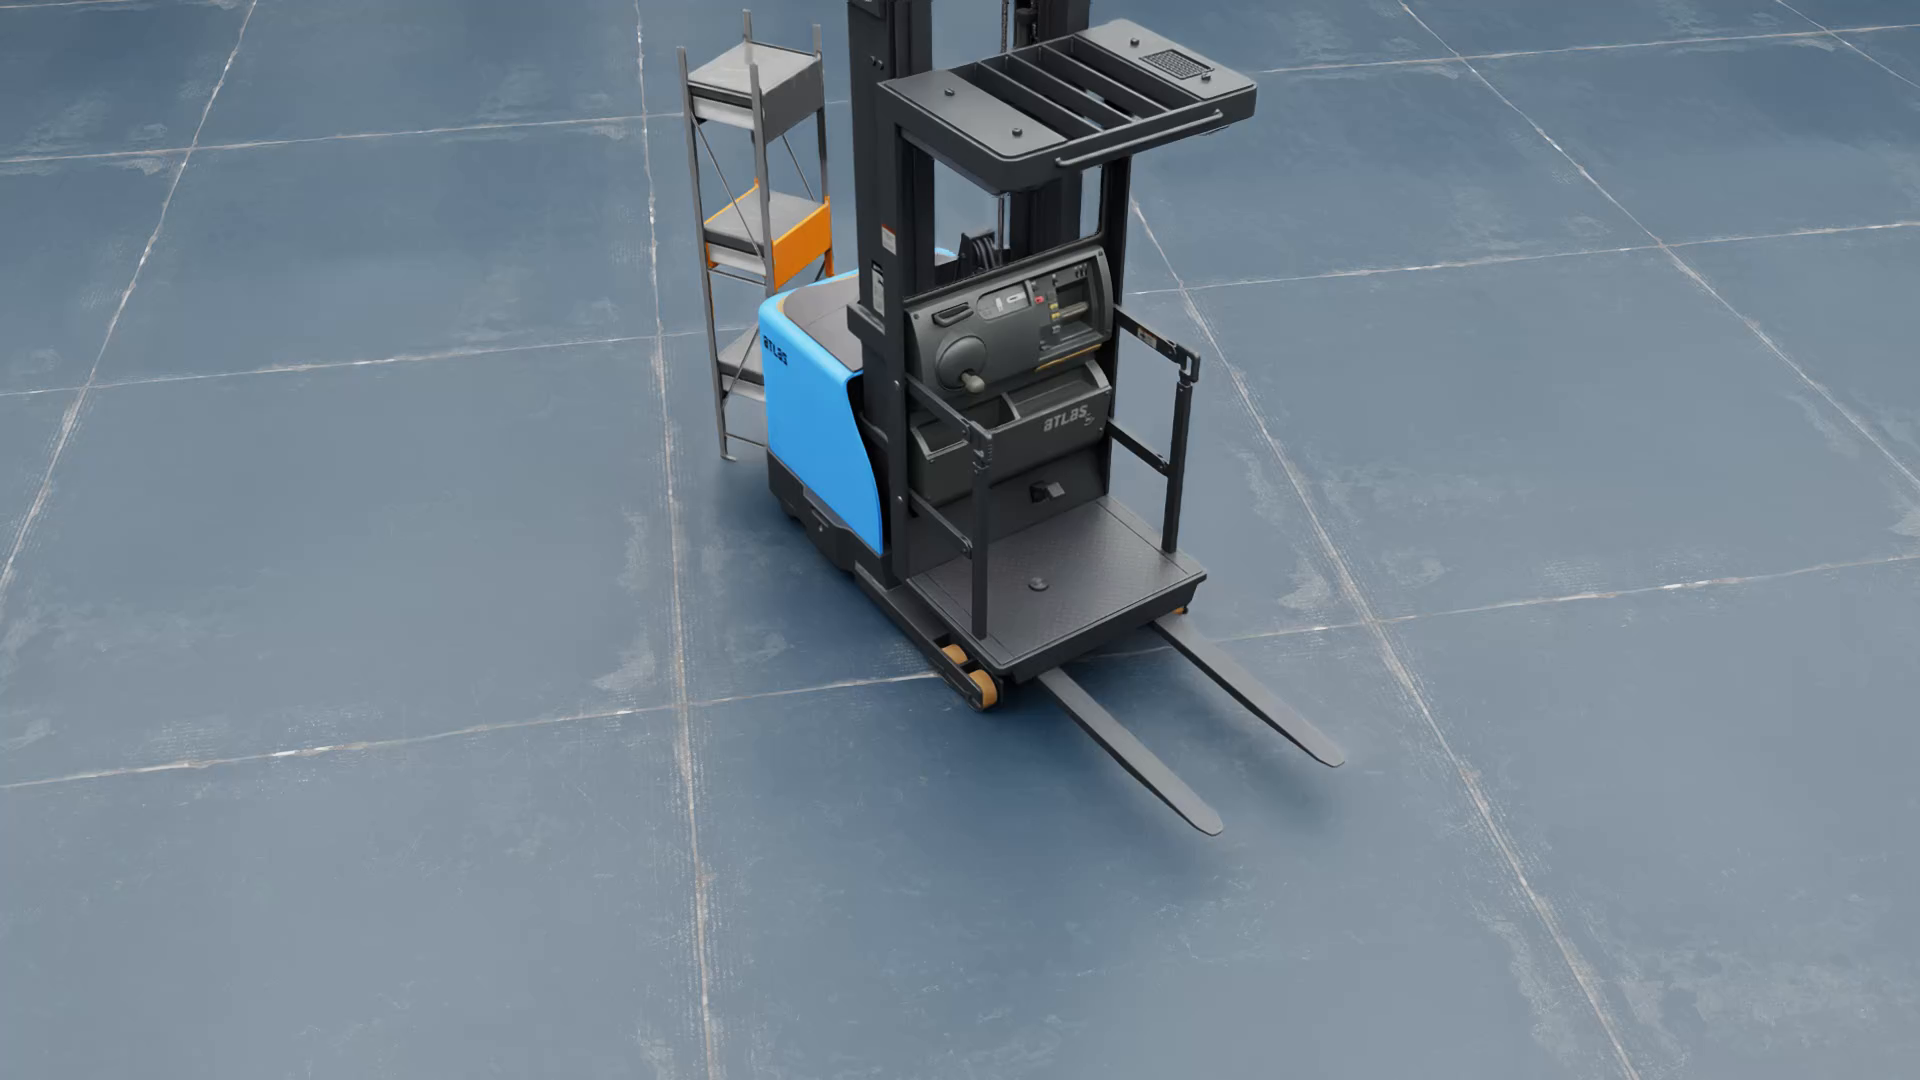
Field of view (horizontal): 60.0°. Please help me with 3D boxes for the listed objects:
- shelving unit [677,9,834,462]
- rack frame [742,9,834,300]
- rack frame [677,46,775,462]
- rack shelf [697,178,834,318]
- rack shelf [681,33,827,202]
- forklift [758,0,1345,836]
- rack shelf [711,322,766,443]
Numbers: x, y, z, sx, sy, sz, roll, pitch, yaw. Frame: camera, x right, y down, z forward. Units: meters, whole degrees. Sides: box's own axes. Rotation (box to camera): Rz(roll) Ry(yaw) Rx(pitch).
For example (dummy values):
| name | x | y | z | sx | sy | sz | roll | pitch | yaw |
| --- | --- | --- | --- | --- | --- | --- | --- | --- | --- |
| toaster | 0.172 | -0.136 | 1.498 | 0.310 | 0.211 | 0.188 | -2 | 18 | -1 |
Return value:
| name | x | y | z | sx | sy | sz | roll | pitch | yaw |
| --- | --- | --- | --- | --- | --- | --- | --- | --- | --- |
| shelving unit | -0.897 | -1.322 | 7.740 | 0.431 | 2.100 | 0.503 | 18 | 41 | 22 |
| rack frame | -0.782 | -1.454 | 7.909 | 0.400 | 2.100 | 0.015 | 18 | 41 | 22 |
| rack frame | -1.013 | -1.190 | 7.570 | 0.400 | 2.100 | 0.015 | 18 | 41 | 22 |
| rack shelf | -0.897 | -1.311 | 7.748 | 0.431 | 0.518 | 0.480 | 18 | 41 | 22 |
| rack shelf | -0.897 | -1.864 | 7.319 | 0.431 | 0.518 | 0.480 | 18 | 41 | 22 |
| forklift | 0.334 | -0.794 | 6.382 | 1.130 | 2.935 | 3.031 | -23 | 43 | -26 |
| rack shelf | -0.897 | -0.758 | 8.178 | 0.431 | 0.518 | 0.480 | 18 | 41 | 22 |
